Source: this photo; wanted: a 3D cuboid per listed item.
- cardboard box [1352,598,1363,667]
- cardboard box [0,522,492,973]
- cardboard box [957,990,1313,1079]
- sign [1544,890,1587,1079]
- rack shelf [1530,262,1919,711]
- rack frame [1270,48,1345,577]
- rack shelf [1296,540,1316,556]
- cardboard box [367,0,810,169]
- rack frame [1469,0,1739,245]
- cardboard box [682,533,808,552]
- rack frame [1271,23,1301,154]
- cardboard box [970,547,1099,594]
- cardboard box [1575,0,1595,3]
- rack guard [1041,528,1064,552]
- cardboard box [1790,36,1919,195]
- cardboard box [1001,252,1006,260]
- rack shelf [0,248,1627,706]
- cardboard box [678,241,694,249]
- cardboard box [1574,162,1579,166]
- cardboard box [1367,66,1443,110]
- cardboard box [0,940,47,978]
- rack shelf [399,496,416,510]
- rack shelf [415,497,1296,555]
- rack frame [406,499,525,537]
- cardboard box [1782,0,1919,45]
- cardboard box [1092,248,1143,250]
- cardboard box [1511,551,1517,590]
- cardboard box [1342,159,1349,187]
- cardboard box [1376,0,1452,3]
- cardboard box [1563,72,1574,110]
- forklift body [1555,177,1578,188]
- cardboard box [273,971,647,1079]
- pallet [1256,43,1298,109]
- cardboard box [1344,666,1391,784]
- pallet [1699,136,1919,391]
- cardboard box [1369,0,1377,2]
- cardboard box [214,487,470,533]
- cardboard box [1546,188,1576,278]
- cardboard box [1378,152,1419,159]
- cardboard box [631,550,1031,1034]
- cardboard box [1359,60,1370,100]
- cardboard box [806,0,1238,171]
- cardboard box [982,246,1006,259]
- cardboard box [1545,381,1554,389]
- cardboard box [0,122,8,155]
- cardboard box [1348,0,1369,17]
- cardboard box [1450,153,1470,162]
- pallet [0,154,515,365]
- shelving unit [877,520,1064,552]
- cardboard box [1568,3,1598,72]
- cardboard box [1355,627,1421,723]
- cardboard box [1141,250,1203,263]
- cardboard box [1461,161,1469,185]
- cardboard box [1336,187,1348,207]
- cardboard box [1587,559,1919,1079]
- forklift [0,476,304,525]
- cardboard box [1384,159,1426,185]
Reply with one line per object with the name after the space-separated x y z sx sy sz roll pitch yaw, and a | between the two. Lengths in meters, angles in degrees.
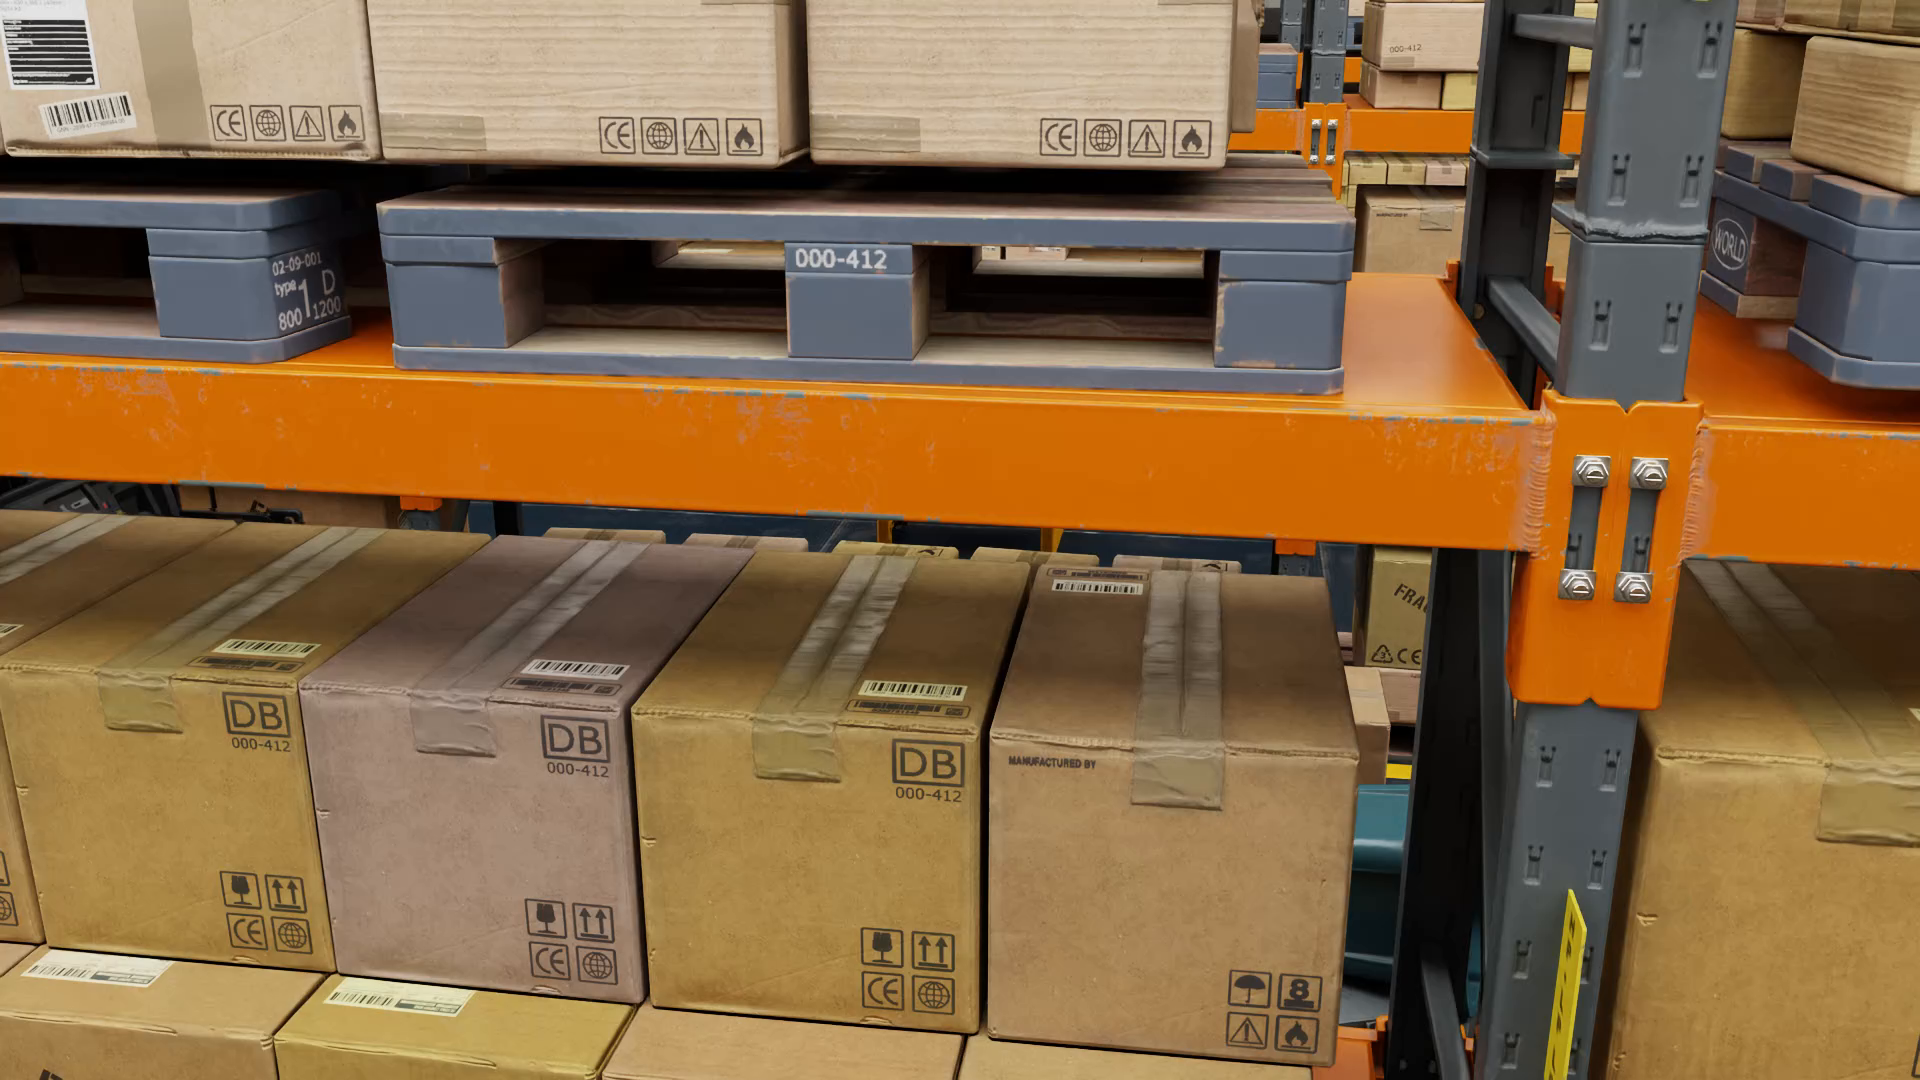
2.140 0.437 7.940 0.500 0.250 0.500 4 19 11 | cardboard box
-1.169 0.322 2.881 0.500 0.500 0.700 3 19 8 | cardboard box
0.270 0.953 2.570 0.500 0.500 0.500 3 19 8 | cardboard box
0.751 0.602 2.077 0.005 0.325 0.100 3 19 9 | sign
2.803 -0.038 2.095 4.000 0.370 1.077 3 19 9 | rack shelf
1.513 -0.613 7.407 0.127 3.000 1.000 3 19 9 | rack frame
3.488 -0.171 7.221 4.000 0.370 1.077 3 19 9 | rack shelf
-0.426 -0.648 2.202 0.500 0.250 0.500 3 19 8 | cardboard box
0.828 -1.902 1.805 0.127 3.000 1.000 3 19 9 | rack frame
-1.150 0.299 8.162 0.625 0.372 0.950 3 19 8 | cardboard box
2.297 -2.168 12.056 0.127 3.000 1.000 3 19 9 | rack frame
0.285 0.373 7.939 0.625 0.372 0.950 4 19 12 | cardboard box
2.293 -2.156 6.432 0.250 0.149 0.380 2 19 7 | cardboard box
0.567 -0.090 10.177 0.087 0.250 0.587 3 19 9 | rack guard
1.133 -0.482 1.866 0.250 0.149 0.380 3 19 8 | cardboard box
0.022 -1.004 7.289 0.500 0.500 0.500 4 19 11 | cardboard box
-1.147 -0.239 2.696 4.000 0.370 1.077 3 19 9 | rack shelf
-1.513 -1.083 7.523 0.500 0.500 0.500 4 19 11 | cardboard box
4.344 -2.490 11.370 0.250 0.149 0.380 3 19 9 | cardboard box
1.785 -1.823 6.692 0.250 0.149 0.380 3 19 8 | cardboard box
-1.721 0.852 2.873 0.500 0.500 0.500 3 19 9 | cardboard box
-4.411 -0.574 8.424 4.000 0.370 1.077 3 19 9 | rack shelf
-0.461 -0.372 7.822 4.000 0.370 1.077 3 19 9 | rack shelf
-2.436 -0.814 8.009 0.127 3.000 1.000 3 19 9 | rack frame
1.266 -0.684 1.840 0.500 0.250 0.500 3 19 9 | cardboard box
0.601 -1.139 7.692 0.500 0.500 0.500 3 19 9 | cardboard box
2.583 0.274 7.247 0.500 0.500 0.500 4 19 11 | cardboard box
2.565 -2.555 11.564 0.250 0.149 0.380 3 19 10 | cardboard box
1.772 -2.176 6.492 0.250 0.149 0.380 3 19 8 | cardboard box
2.294 -1.815 6.669 0.250 0.149 0.380 3 19 9 | cardboard box
4.085 -1.088 10.166 1.214 2.155 2.313 3 19 9 | forklift body
-0.728 0.902 2.722 0.500 0.500 0.500 3 19 9 | cardboard box
0.921 -2.011 7.154 1.003 0.211 1.213 3 19 9 | pallet
1.261 0.773 6.013 0.500 0.500 0.500 3 19 9 | cardboard box
1.634 -0.393 2.163 1.213 0.211 1.003 3 19 9 | pallet
1.861 -2.347 7.002 0.250 0.149 0.380 3 19 10 | cardboard box
-3.105 -0.067 8.461 0.875 0.875 0.875 3 19 8 | cardboard box
2.414 -1.153 6.819 0.500 0.500 0.700 3 19 9 | cardboard box
3.165 -2.708 12.021 0.250 0.149 0.380 3 19 8 | cardboard box
-0.171 0.373 2.728 0.500 0.500 0.700 3 19 8 | cardboard box
1.874 -1.996 7.210 0.250 0.149 0.380 3 19 9 | cardboard box
0.105 -0.640 2.179 0.500 0.250 0.500 3 19 9 | cardboard box
0.065 -1.298 7.143 0.250 0.149 0.380 2 19 6 | cardboard box
2.403 -0.674 6.963 0.500 0.500 0.500 3 19 8 | cardboard box
-1.440 -0.729 2.347 0.500 0.311 0.500 3 19 8 | cardboard box
2.692 -3.600 11.185 0.250 0.149 0.380 3 19 10 | cardboard box
3.675 -2.696 11.984 0.250 0.149 0.380 3 19 8 | cardboard box
-1.373 -0.520 2.700 1.213 0.211 1.003 4 19 11 | pallet
0.075 -0.707 10.054 1.083 1.500 0.587 3 19 9 | shelving unit
2.415 -1.974 6.517 0.500 0.250 0.500 3 19 8 | cardboard box
2.053 0.606 7.435 0.500 0.250 0.500 2 19 6 | cardboard box
1.021 -0.952 7.132 0.500 0.500 0.500 3 19 8 | cardboard box
3.589 -2.511 11.430 0.250 0.149 0.380 3 19 8 | cardboard box
2.570 -2.425 11.643 0.250 0.149 0.380 3 19 8 | cardboard box
1.187 0.389 2.475 0.550 0.550 0.875 3 19 9 | cardboard box
-2.922 -0.074 5.905 3.031 2.935 1.130 3 19 9 | forklift
3.090 -2.560 11.579 0.250 0.149 0.380 3 19 8 | cardboard box
